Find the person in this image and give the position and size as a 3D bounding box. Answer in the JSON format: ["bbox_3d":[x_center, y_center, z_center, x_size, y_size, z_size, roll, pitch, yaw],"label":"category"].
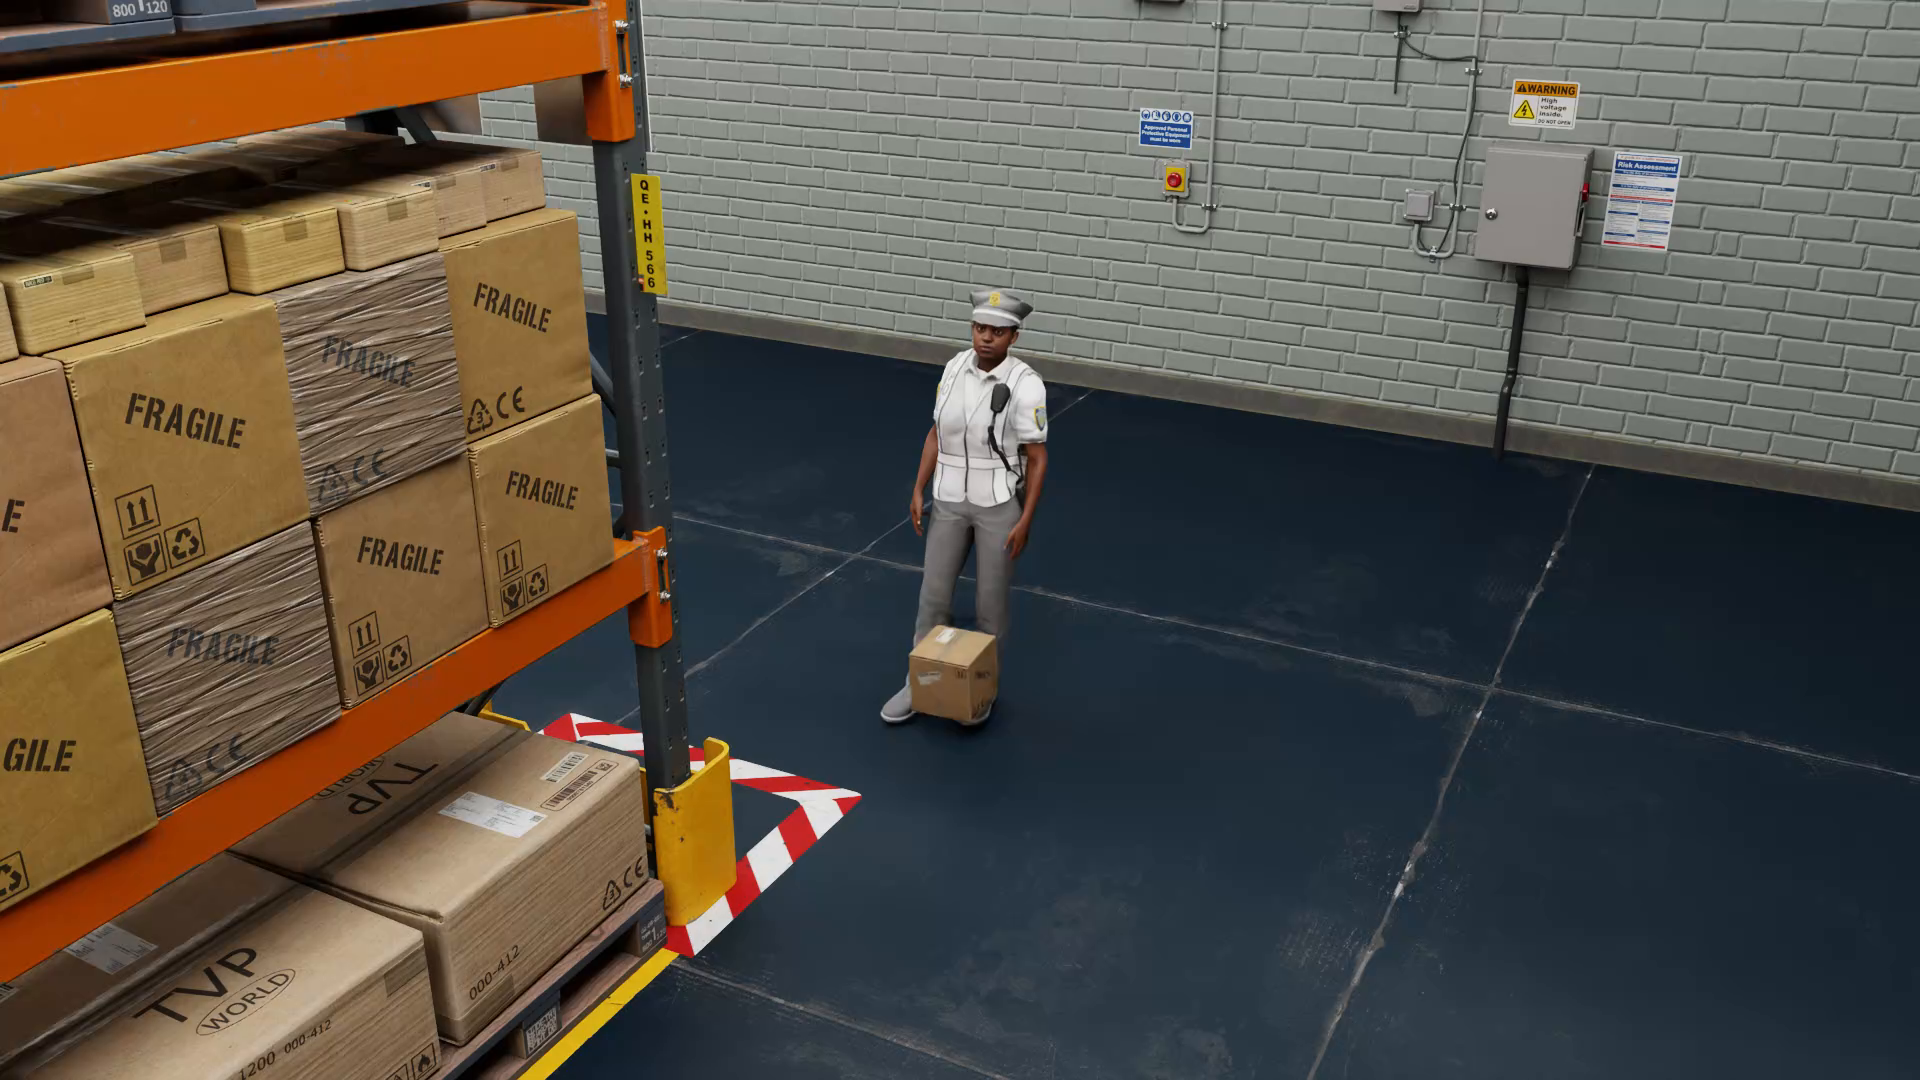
[{"bbox_3d":[0.031,-0.113,6.293,0.558,1.697,0.530,11,25,25],"label":"person"}]
